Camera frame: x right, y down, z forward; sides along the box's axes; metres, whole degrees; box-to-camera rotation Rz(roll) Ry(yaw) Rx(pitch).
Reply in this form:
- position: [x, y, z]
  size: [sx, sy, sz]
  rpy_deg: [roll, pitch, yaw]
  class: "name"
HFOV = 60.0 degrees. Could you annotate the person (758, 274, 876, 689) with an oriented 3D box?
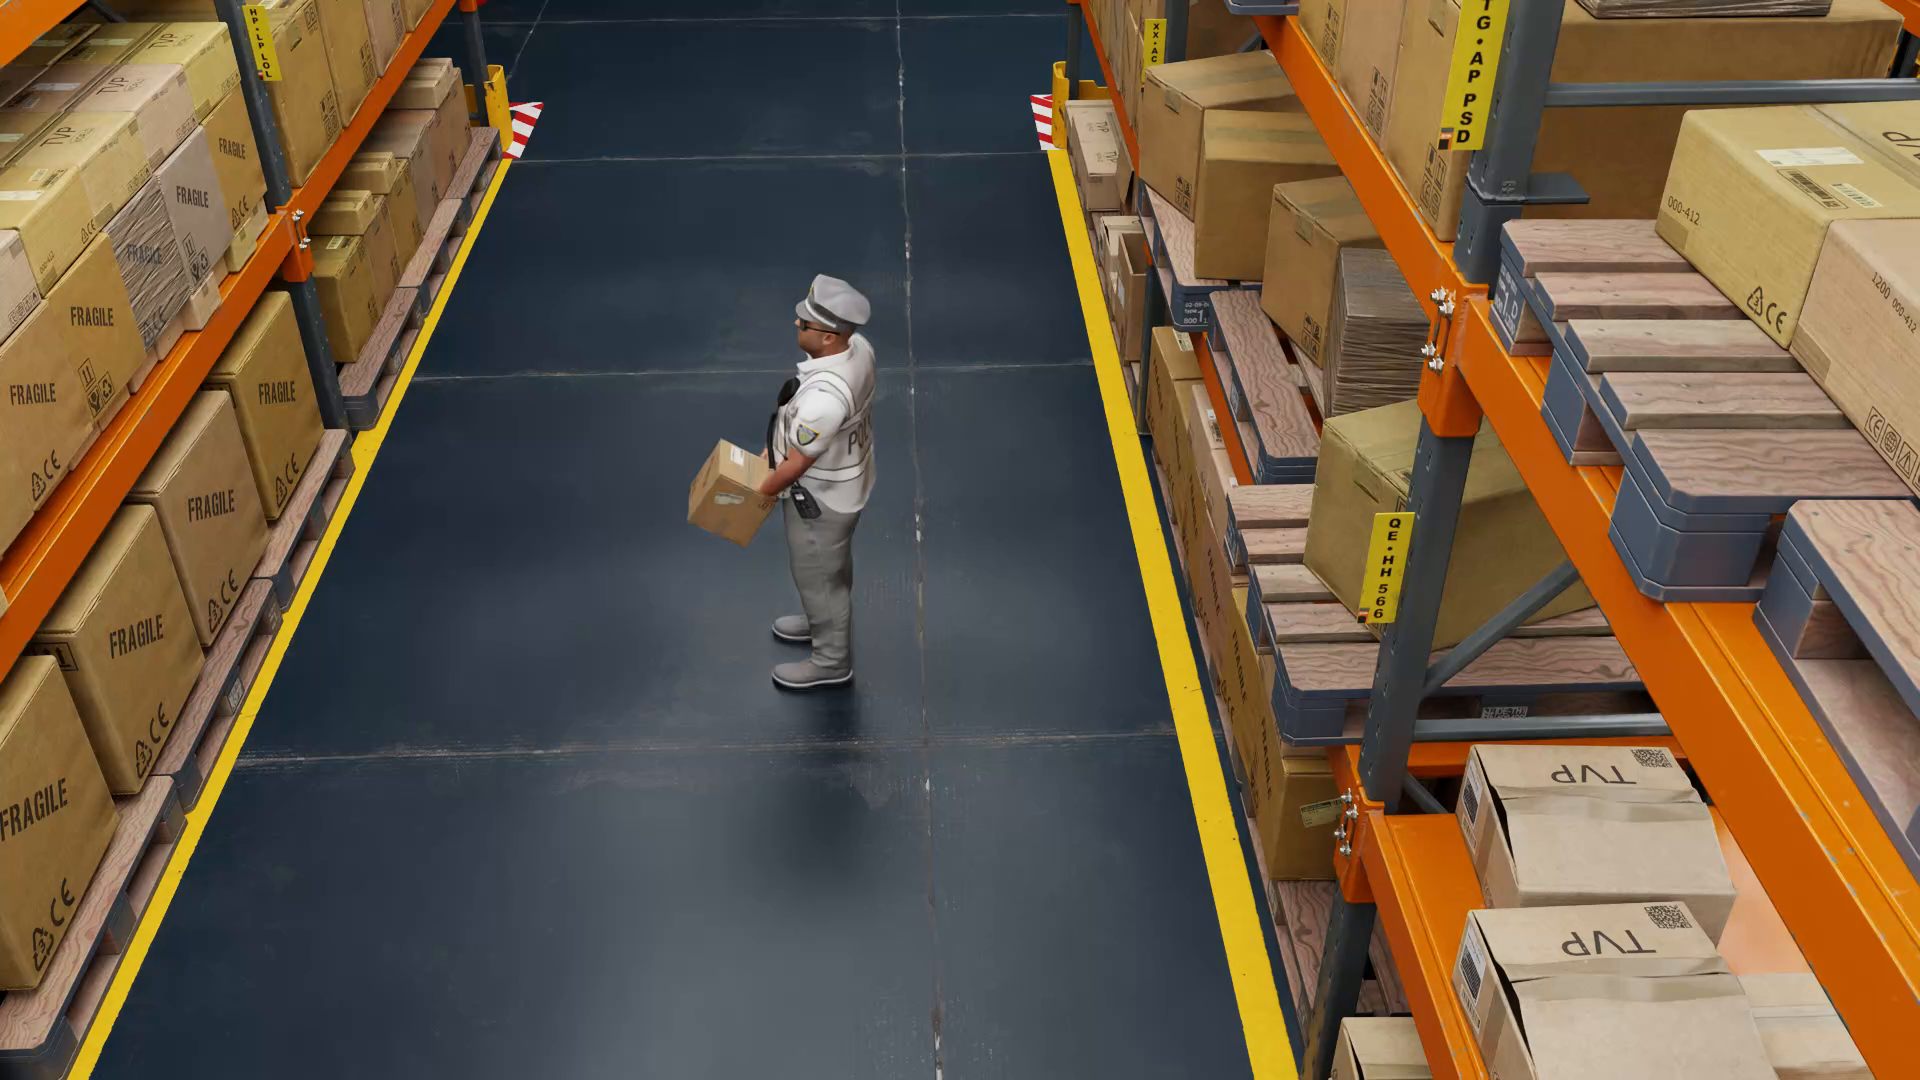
- position: [-0.575, -0.209, 6.405]
  size: [0.527, 1.786, 0.529]
  rpy_deg: [6, 35, 9]
  class: "person"
